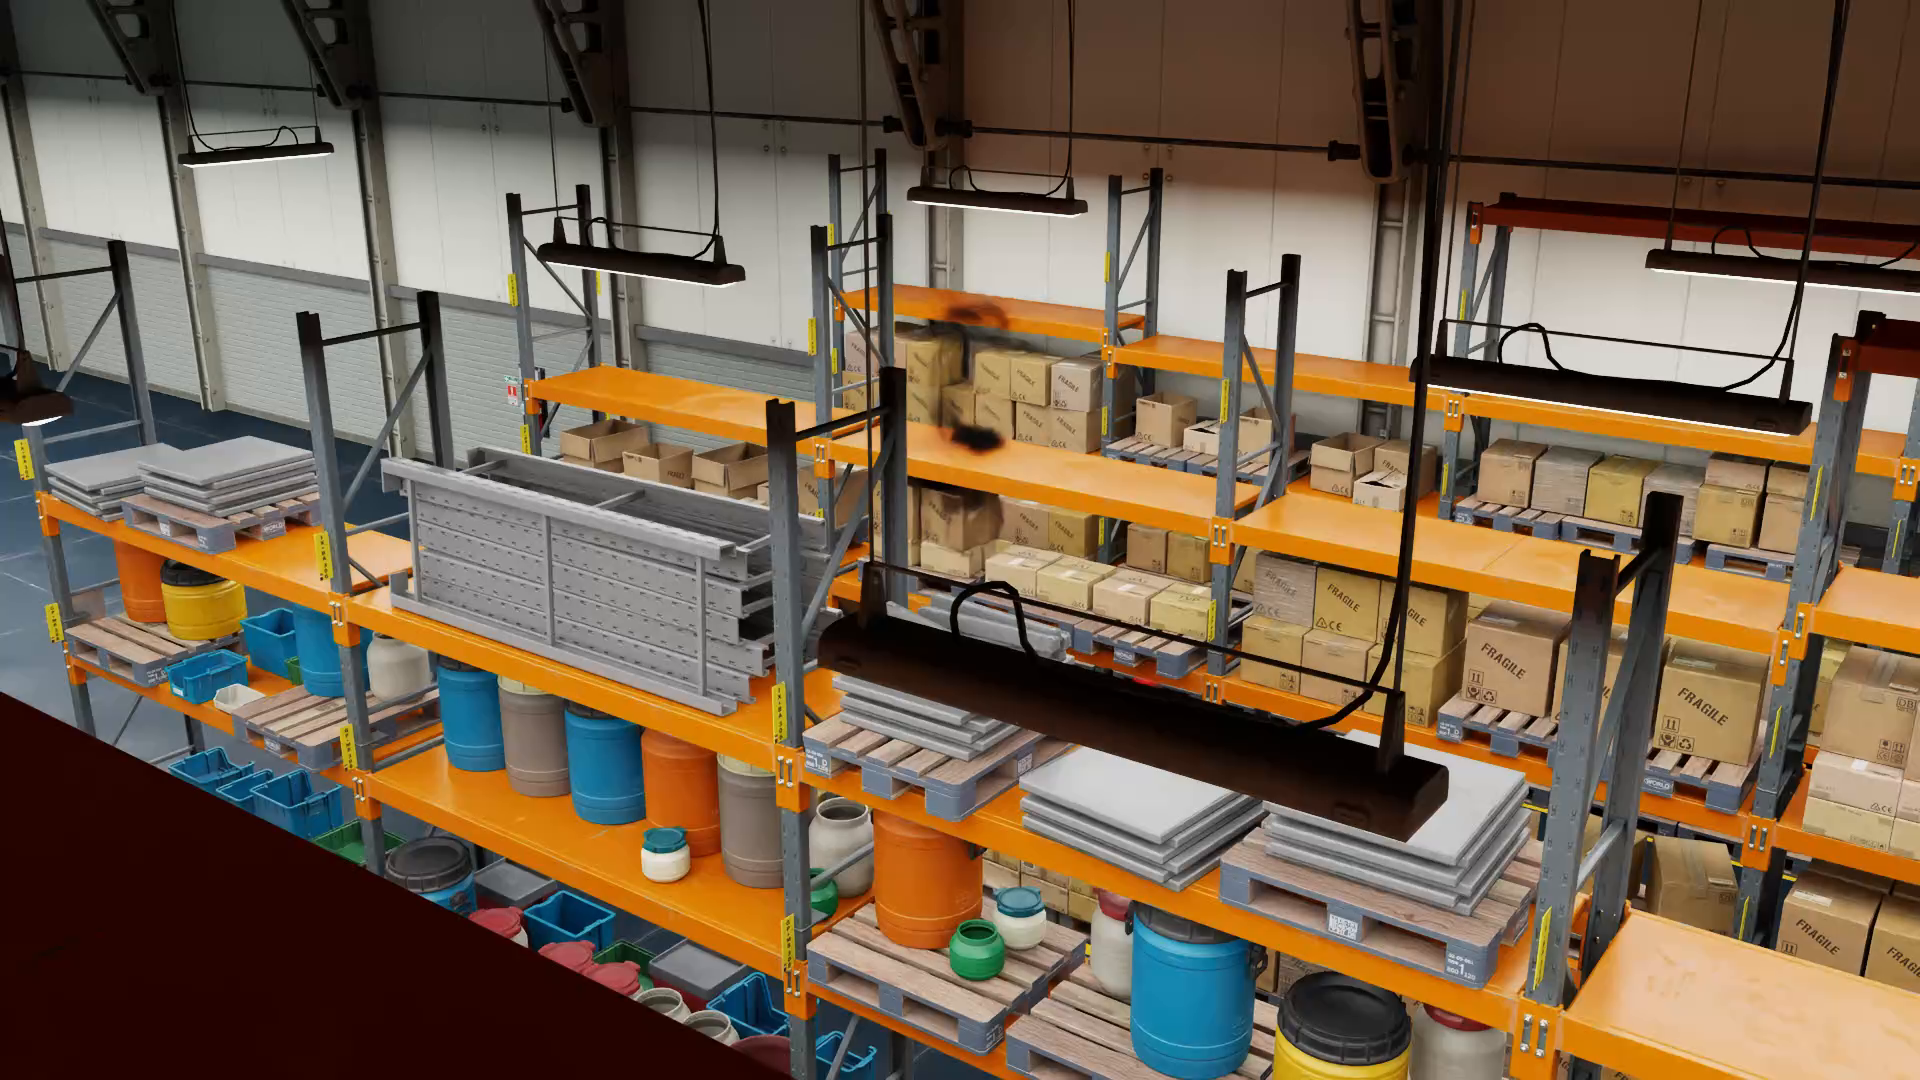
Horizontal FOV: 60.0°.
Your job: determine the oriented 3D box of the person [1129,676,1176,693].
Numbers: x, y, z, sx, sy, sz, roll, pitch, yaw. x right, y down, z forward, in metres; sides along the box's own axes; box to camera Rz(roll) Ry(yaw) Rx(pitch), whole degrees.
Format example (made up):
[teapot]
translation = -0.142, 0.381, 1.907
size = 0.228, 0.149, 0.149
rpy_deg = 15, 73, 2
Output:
[person]
translation = 2.053, 2.169, 16.056
size = 1.055, 1.731, 0.706
rpy_deg = 14, 23, 36
